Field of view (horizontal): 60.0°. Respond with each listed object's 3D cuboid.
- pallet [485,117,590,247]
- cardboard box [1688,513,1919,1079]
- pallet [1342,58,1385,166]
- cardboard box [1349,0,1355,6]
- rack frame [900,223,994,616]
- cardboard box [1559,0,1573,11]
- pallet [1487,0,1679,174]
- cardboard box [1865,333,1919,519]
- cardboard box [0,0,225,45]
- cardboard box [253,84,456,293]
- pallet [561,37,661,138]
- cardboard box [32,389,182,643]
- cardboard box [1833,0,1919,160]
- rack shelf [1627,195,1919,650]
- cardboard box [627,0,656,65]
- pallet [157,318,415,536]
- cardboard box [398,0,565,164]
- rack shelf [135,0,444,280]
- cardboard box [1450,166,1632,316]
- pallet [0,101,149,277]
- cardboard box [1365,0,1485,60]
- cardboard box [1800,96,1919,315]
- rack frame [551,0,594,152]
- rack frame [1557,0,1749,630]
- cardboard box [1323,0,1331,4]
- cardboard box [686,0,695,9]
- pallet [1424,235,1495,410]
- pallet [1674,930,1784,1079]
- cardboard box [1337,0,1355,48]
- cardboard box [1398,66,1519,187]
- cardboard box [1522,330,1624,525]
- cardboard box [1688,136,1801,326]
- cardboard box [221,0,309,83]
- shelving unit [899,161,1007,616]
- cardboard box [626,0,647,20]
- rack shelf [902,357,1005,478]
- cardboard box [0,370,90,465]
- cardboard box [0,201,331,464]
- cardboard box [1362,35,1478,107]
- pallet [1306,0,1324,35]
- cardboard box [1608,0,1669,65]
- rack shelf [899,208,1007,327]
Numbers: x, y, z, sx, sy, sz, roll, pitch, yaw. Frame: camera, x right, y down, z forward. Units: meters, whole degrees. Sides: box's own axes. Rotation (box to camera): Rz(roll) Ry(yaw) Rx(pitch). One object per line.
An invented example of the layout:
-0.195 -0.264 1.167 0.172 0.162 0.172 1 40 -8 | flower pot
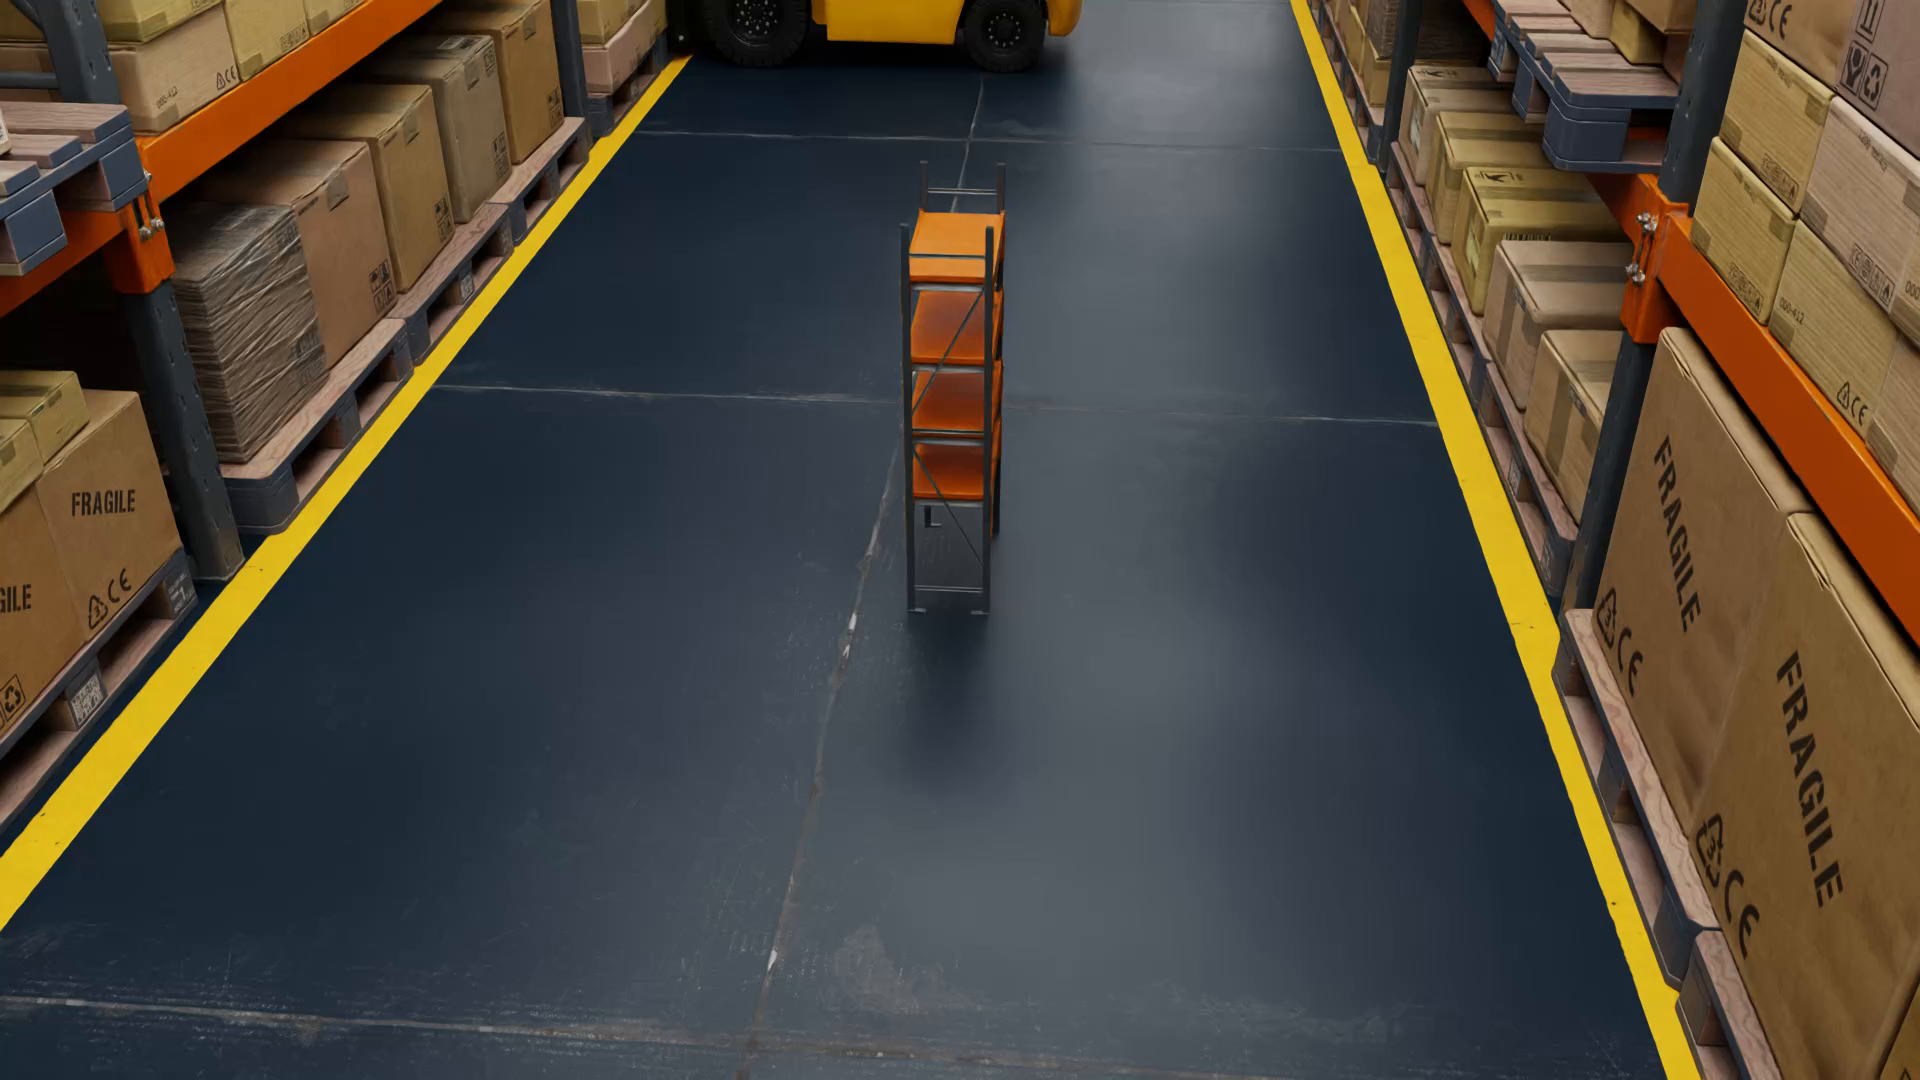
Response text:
-2.403 -1.714 7.831 1.003 0.211 1.213 2 32 4 | pallet
2.024 0.563 3.103 0.875 0.875 0.875 3 32 5 | cardboard box
2.585 -2.244 8.690 1.003 0.211 1.213 2 32 4 | pallet
2.426 -3.260 9.186 0.500 0.500 0.500 4 32 7 | cardboard box
-0.033 -0.297 4.588 0.240 1.200 0.015 2 32 4 | rack frame
1.986 -1.648 4.905 0.380 0.149 0.250 1 32 2 | cardboard box
2.191 -1.282 4.655 1.213 0.211 1.003 2 32 4 | pallet
1.876 -0.134 2.752 0.500 0.250 0.500 3 32 6 | cardboard box
-2.403 -1.566 4.599 0.500 0.250 0.500 2 32 4 | cardboard box
-2.544 -1.384 6.500 0.875 0.625 0.625 1 32 2 | cardboard box
-2.276 -2.515 9.130 1.003 0.211 1.213 2 32 4 | pallet
-2.528 -0.081 4.505 0.500 0.500 0.500 3 32 5 | cardboard box
1.925 -0.948 2.880 0.500 0.500 0.500 3 32 4 | cardboard box
2.077 0.365 2.484 1.077 0.370 4.000 2 32 4 | rack shelf
-1.987 -2.802 9.158 0.500 0.250 0.500 2 32 3 | cardboard box
-2.602 -0.439 5.760 1.003 0.211 1.213 2 32 4 | pallet
-2.414 -2.183 7.796 0.875 0.625 0.625 4 32 6 | cardboard box
-2.545 -1.936 6.219 1.077 0.370 4.000 2 32 4 | rack shelf
2.415 -1.124 6.320 0.950 0.372 0.625 3 32 6 | cardboard box
-2.693 -0.758 3.803 1.213 0.211 1.003 2 32 4 | pallet
2.346 -2.727 8.321 0.500 0.500 0.500 2 32 3 | cardboard box
1.909 -0.611 3.049 0.500 0.250 0.500 3 32 5 | cardboard box
-2.382 -3.288 7.727 1.000 3.000 0.127 2 32 4 | rack frame
2.240 -0.987 3.992 1.000 3.000 0.127 2 32 4 | rack frame
2.501 -3.502 10.293 0.500 0.250 0.500 4 32 6 | cardboard box
-1.900 -3.336 10.024 0.500 0.250 0.500 3 32 6 | cardboard box
2.407 -0.844 6.419 1.003 0.211 1.213 2 32 4 | pallet
1.998 1.246 3.028 1.003 0.211 1.213 2 32 4 | pallet
2.425 -2.952 9.401 0.500 0.250 0.500 3 32 5 | cardboard box
2.525 -1.864 7.520 0.950 0.372 0.625 3 32 5 | cardboard box
2.296 -0.342 5.050 0.950 0.372 0.625 0 32 1 | cardboard box
1.949 -0.678 3.634 0.500 0.250 0.500 2 32 3 | cardboard box
-2.382 -1.617 5.158 0.500 0.250 0.500 2 32 3 | cardboard box
-0.013 -0.424 4.795 0.258 1.200 0.503 2 32 4 | shelving unit
-1.996 -3.013 9.024 0.500 0.250 0.500 2 32 4 | cardboard box
-0.013 -0.367 4.830 0.258 0.148 0.480 2 32 4 | rack shelf
-2.496 -0.319 4.272 0.380 0.149 0.250 1 32 2 | cardboard box
-2.644 -0.690 5.374 0.875 0.625 0.625 3 32 6 | cardboard box
2.345 -2.407 8.518 0.500 0.250 0.500 4 32 6 | cardboard box
2.783 -3.520 10.760 1.003 0.211 1.213 2 32 4 | pallet
1.981 -1.383 4.475 0.380 0.149 0.250 3 32 5 | cardboard box
-0.013 -0.759 4.589 0.258 0.148 0.480 2 32 4 | rack shelf
